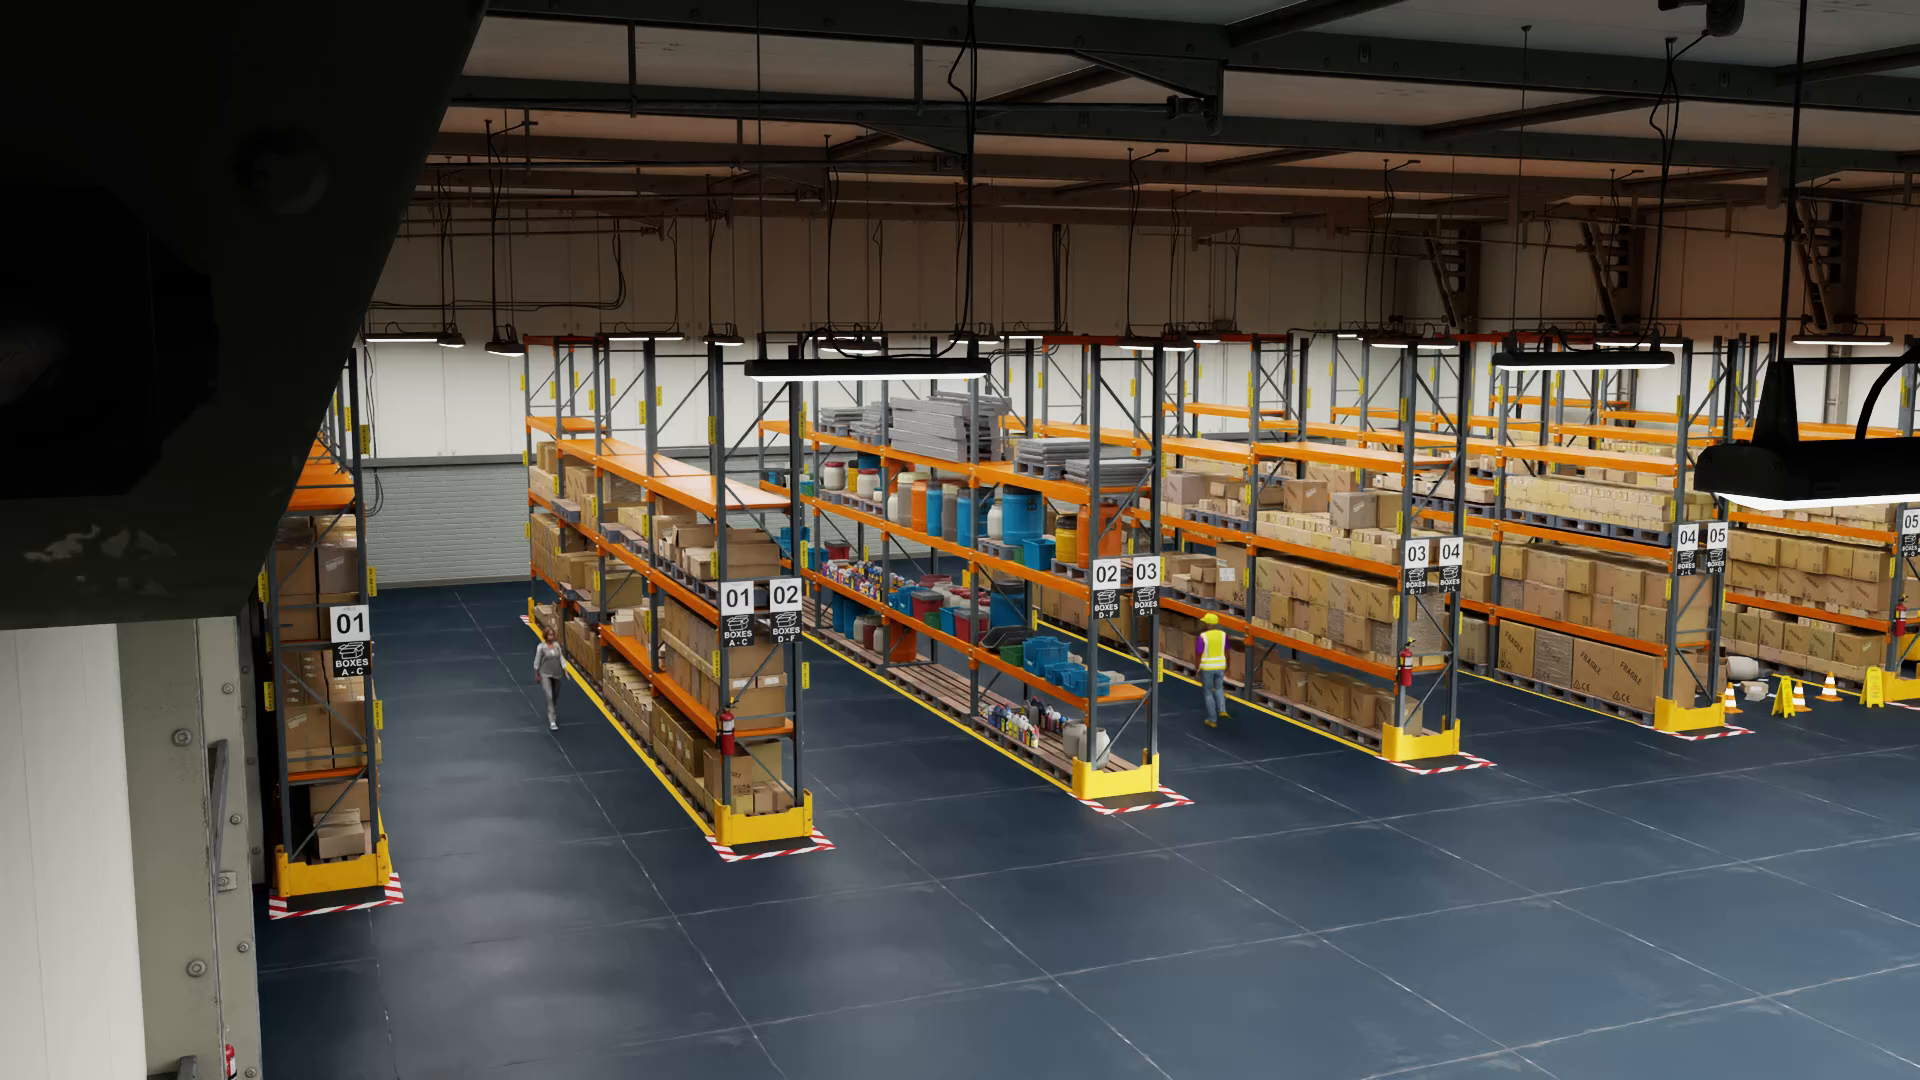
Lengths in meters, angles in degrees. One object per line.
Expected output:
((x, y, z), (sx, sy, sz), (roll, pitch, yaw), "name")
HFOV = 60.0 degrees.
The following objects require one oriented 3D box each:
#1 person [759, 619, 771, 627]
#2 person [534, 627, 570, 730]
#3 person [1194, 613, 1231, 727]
((-3.387, 1.760, 27.836), (0.604, 1.704, 1.072), (-5, 9, -32), "person")
((-6.369, 2.110, 25.917), (0.508, 1.538, 0.971), (-3, 8, -24), "person")
((3.936, 2.015, 25.910), (0.609, 1.757, 0.490), (-2, 8, -13), "person")
